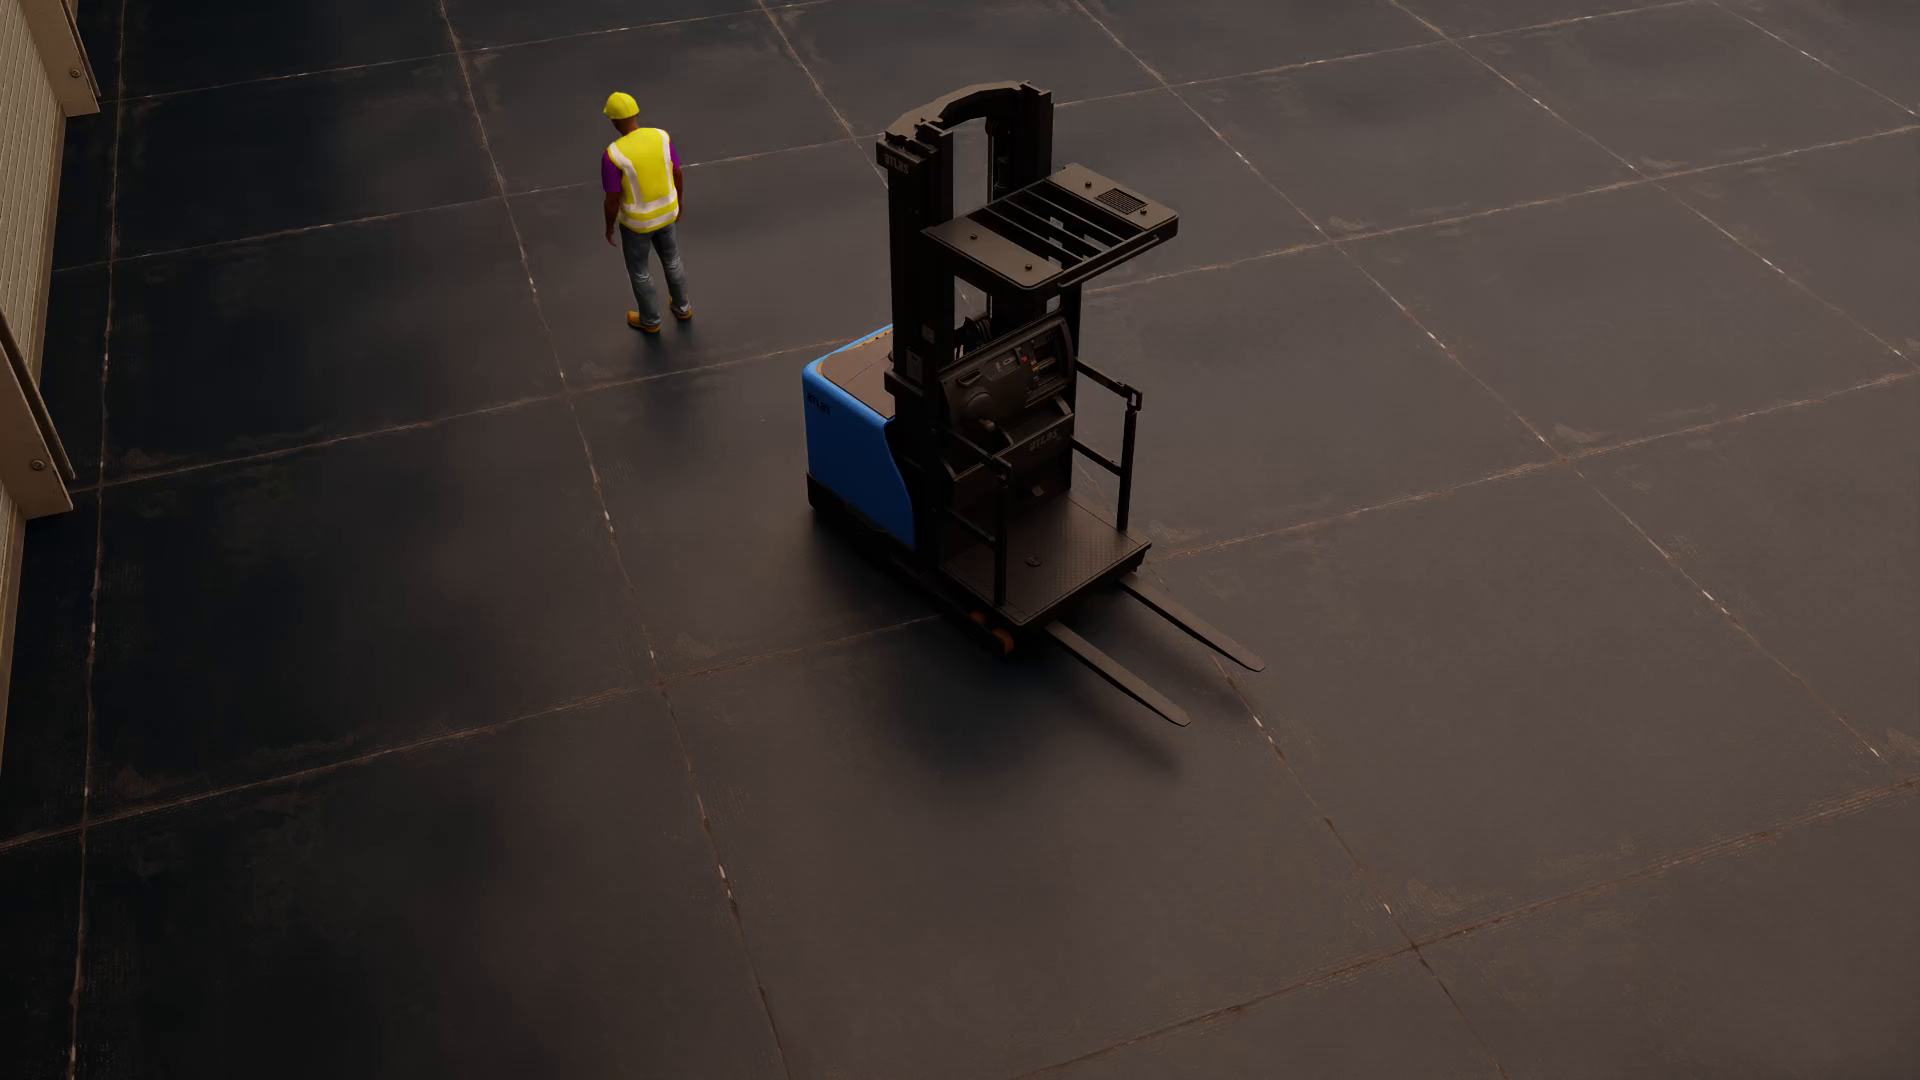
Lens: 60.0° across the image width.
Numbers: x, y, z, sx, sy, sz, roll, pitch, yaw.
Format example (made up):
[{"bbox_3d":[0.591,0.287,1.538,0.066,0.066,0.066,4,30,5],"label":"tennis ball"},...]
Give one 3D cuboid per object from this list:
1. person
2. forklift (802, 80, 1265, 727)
[{"bbox_3d":[-2.206,-2.284,11.630,0.633,1.760,0.459,-29,48,-30],"label":"person"},{"bbox_3d":[0.409,-0.833,8.988,1.130,2.935,3.031,-30,49,-31],"label":"forklift"}]
